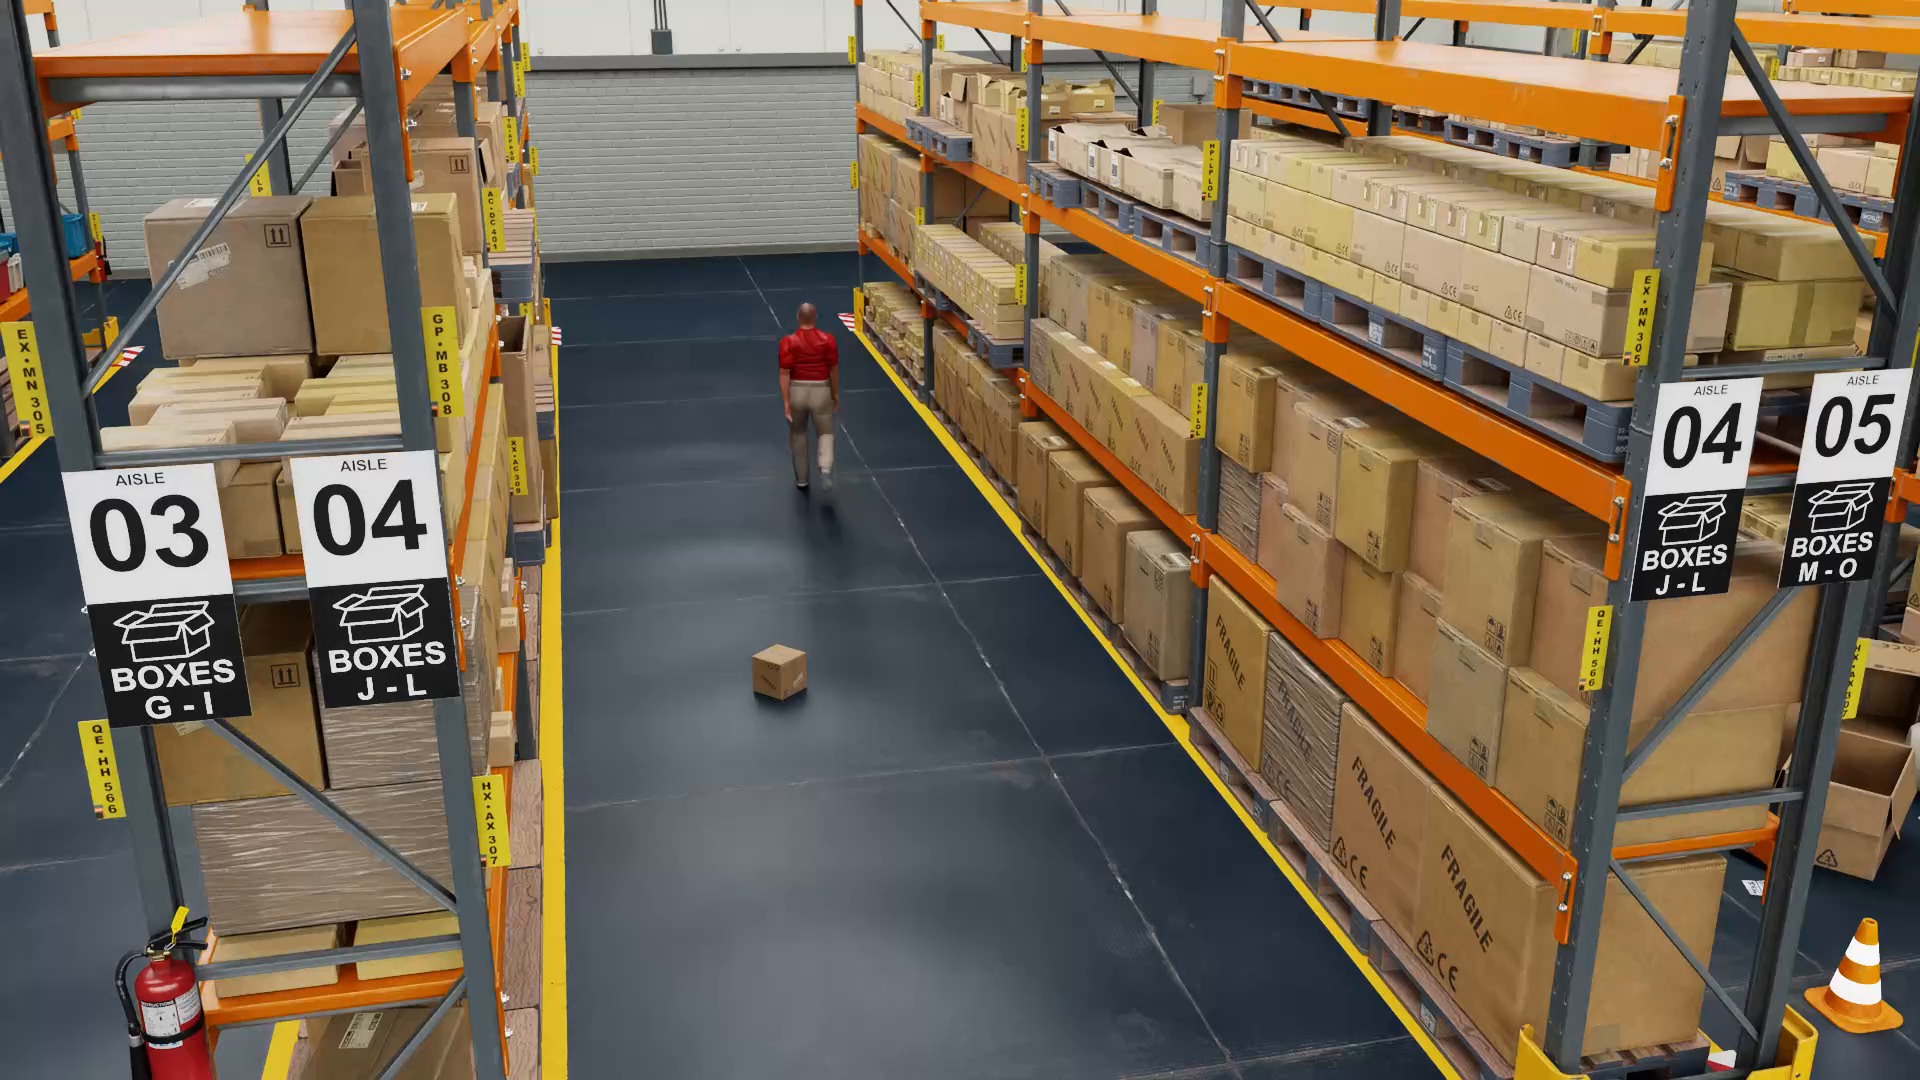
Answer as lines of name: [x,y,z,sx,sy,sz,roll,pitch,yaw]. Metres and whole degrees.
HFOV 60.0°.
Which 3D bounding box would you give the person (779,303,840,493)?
person: [-1.316,-1.246,14.587,0.524,1.693,0.815,-2,20,-6]
